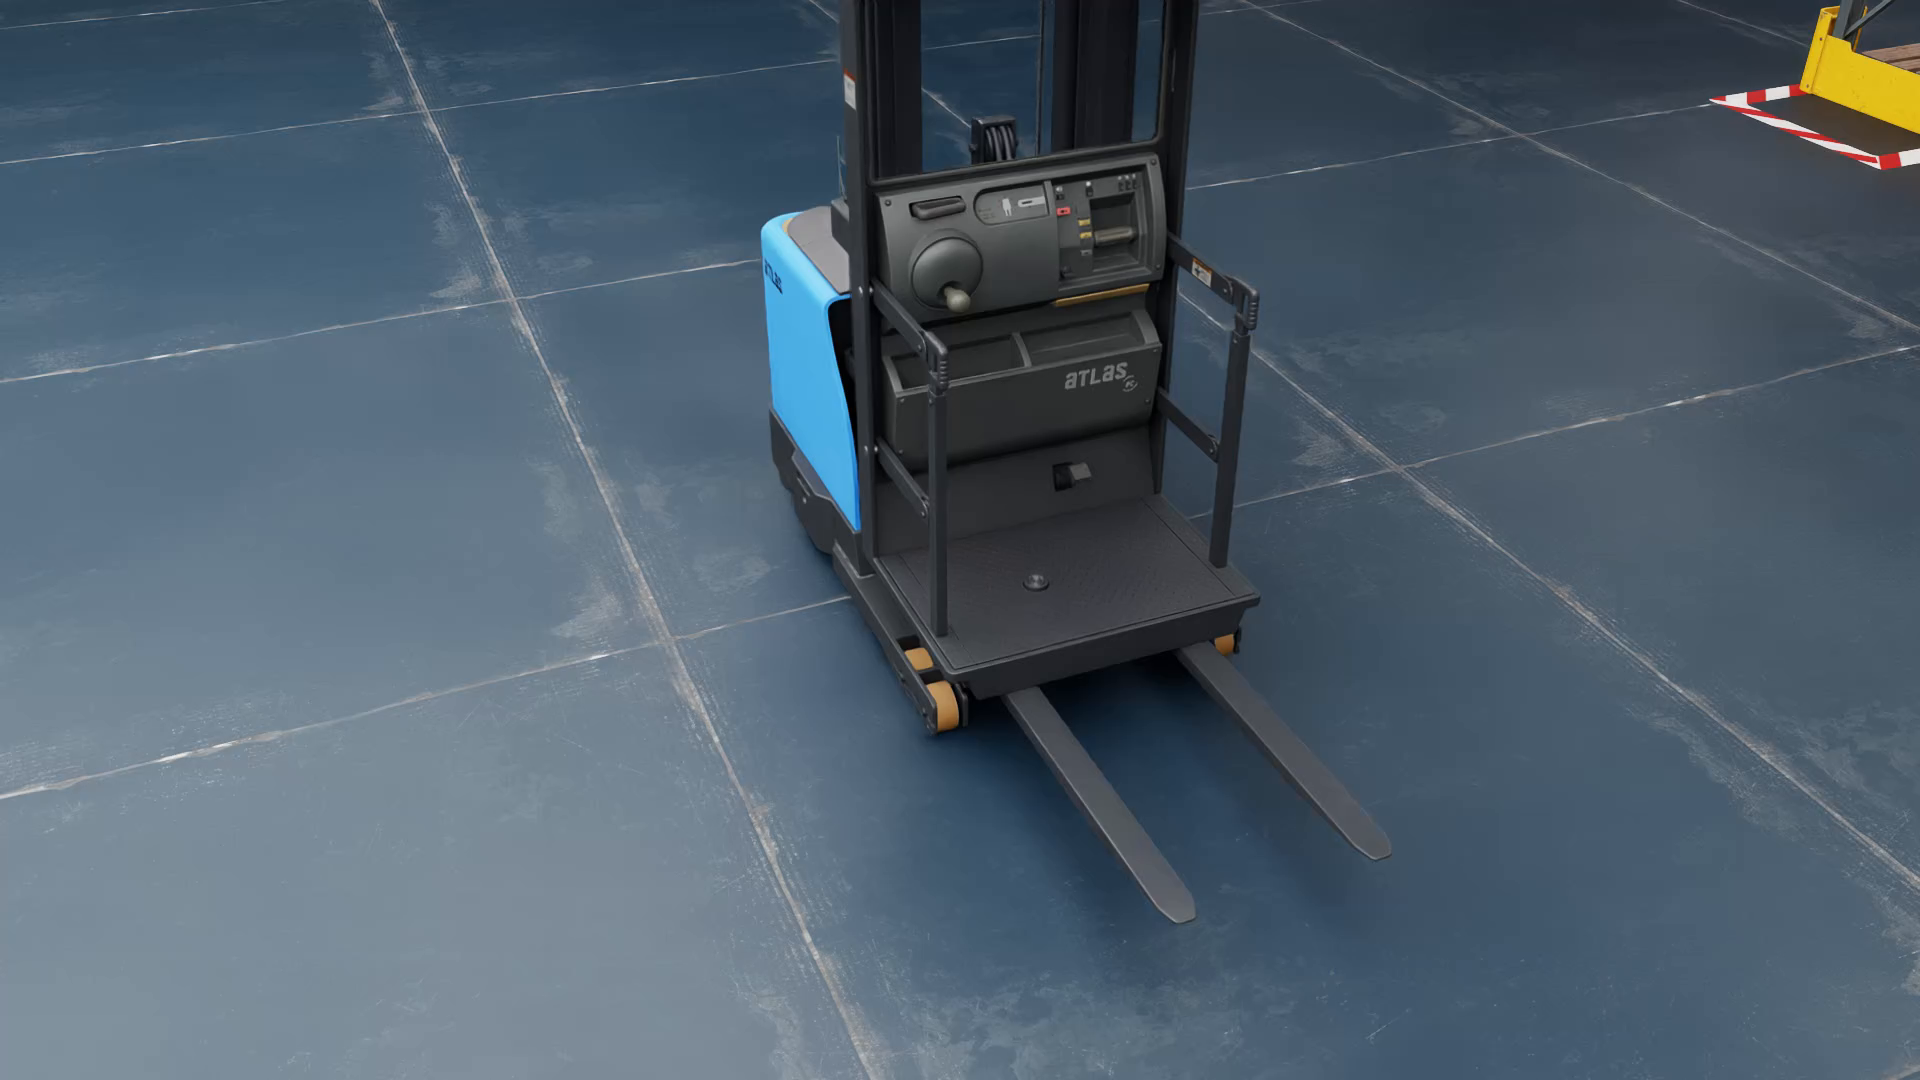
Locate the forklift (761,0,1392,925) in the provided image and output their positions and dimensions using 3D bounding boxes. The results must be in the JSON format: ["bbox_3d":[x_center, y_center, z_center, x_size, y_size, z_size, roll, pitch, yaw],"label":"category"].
[{"bbox_3d":[0.288,-0.878,4.911,1.130,2.935,3.031,-13,35,-19],"label":"forklift"}]

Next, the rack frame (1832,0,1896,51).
[{"bbox_3d":[5.722,-3.880,9.463,0.127,3.000,1.000,-13,35,-19],"label":"rack frame"}]

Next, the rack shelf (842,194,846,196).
[{"bbox_3d":[-0.351,-1.287,6.538,0.180,0.103,0.258,-9,31,-14],"label":"rack shelf"}]

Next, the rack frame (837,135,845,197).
[{"bbox_3d":[-0.436,-1.001,6.676,0.006,1.200,0.240,-9,31,-14],"label":"rack frame"}]

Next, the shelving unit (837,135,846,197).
[{"bbox_3d":[-0.349,-1.015,6.698,0.189,1.200,0.258,-9,31,-14],"label":"shelving unit"}]

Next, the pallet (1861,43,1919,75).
[{"bbox_3d":[6.525,-2.920,10.544,1.213,0.211,1.003,-13,35,-19],"label":"pallet"}]

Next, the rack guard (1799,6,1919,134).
[{"bbox_3d":[5.774,-2.872,10.206,0.348,0.500,1.175,-13,35,-19],"label":"rack guard"}]
